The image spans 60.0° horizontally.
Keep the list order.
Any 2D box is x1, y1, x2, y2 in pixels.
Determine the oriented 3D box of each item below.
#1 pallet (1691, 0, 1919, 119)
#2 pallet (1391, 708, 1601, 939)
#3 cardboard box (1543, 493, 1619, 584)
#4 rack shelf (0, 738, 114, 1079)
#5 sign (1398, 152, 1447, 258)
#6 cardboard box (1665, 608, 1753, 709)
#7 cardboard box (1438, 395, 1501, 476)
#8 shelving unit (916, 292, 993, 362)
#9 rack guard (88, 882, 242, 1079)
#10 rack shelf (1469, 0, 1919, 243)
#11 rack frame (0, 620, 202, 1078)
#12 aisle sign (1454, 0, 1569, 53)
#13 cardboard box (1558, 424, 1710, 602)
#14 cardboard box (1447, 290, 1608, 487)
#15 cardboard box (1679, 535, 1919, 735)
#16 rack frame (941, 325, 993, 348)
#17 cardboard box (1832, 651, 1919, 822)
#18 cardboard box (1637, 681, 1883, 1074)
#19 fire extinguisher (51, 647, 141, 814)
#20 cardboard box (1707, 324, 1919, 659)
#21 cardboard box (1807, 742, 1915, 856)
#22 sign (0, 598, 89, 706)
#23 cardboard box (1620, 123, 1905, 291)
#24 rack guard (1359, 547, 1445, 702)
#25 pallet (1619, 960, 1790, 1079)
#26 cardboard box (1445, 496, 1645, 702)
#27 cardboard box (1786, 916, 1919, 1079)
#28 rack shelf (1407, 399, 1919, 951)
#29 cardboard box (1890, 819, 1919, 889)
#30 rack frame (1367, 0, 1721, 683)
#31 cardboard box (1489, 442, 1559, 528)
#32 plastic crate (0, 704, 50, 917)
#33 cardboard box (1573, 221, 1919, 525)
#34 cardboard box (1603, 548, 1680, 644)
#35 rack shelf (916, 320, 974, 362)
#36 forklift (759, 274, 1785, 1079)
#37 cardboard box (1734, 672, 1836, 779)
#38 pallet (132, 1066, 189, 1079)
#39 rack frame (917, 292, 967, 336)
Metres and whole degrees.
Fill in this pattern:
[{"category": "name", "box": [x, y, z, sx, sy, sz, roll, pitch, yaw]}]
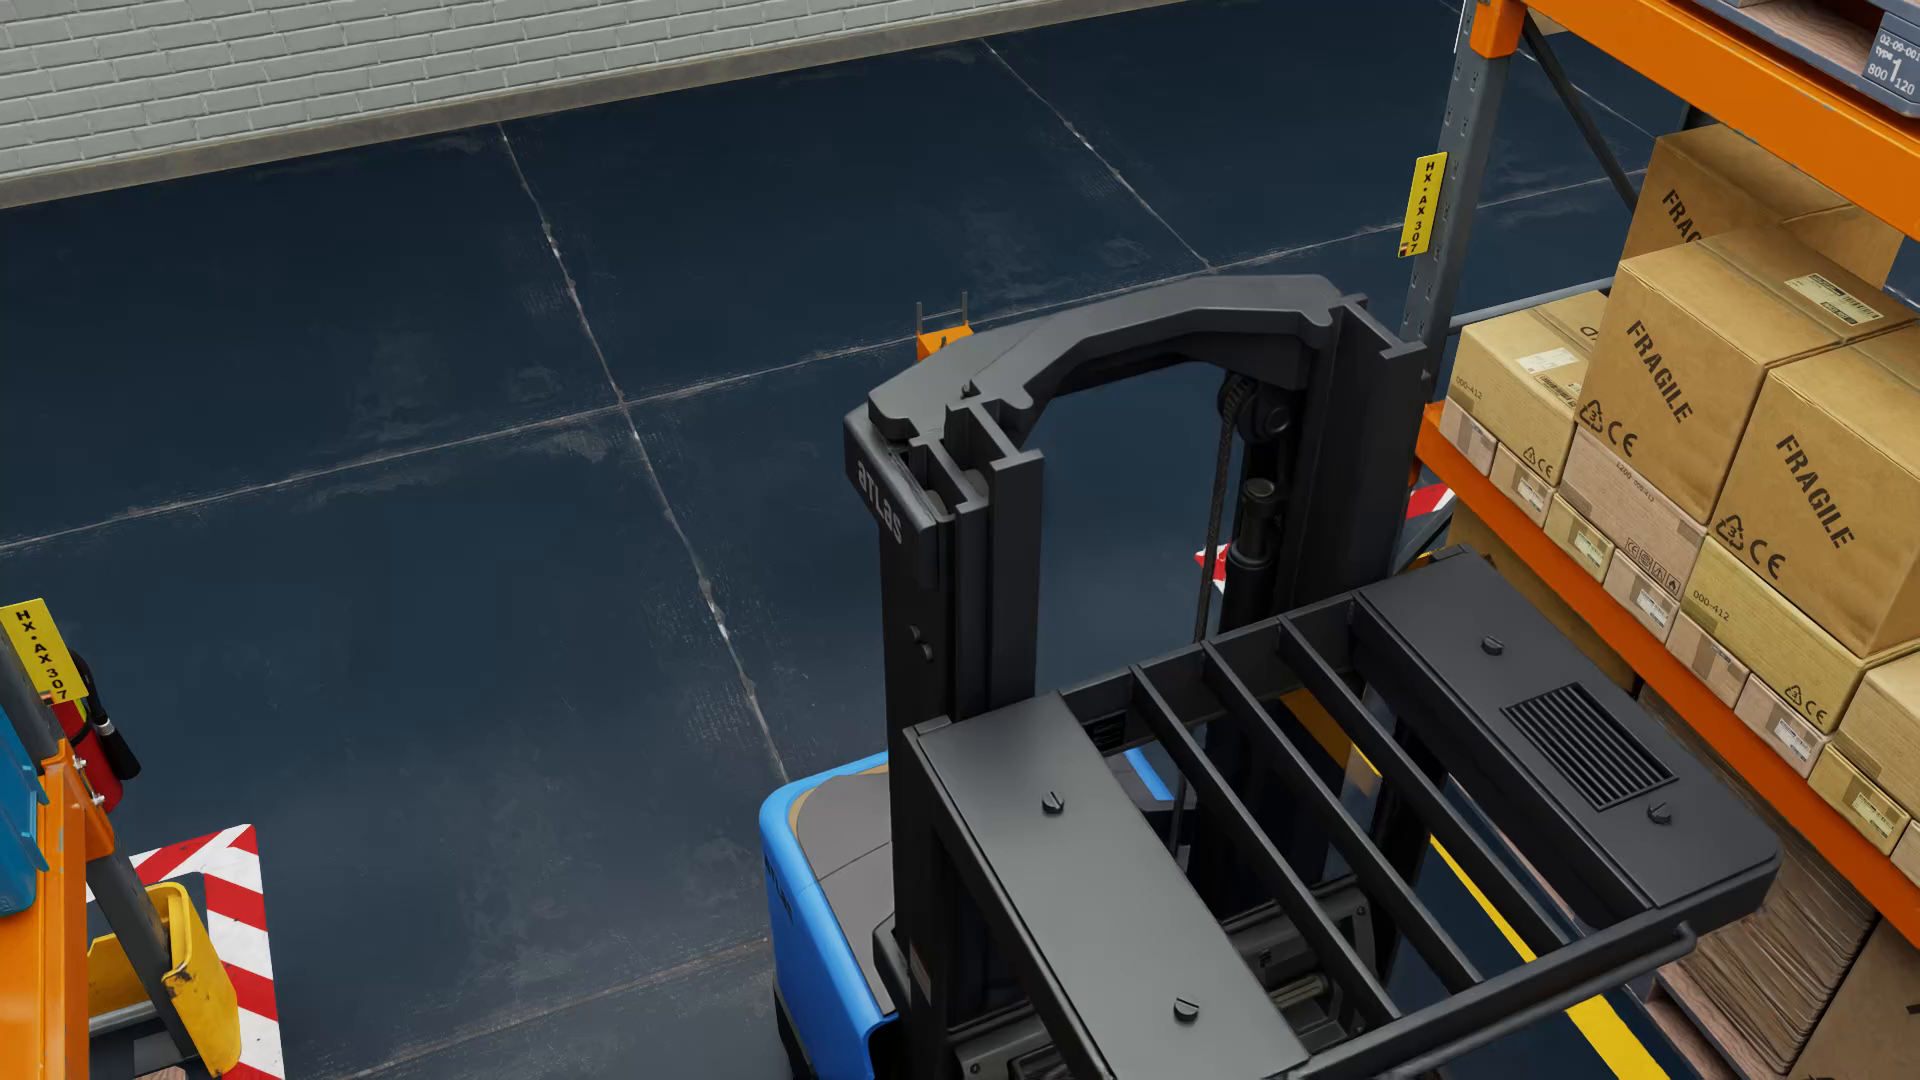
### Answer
[{"category": "pallet", "box": [2.160, -1.413, 3.860, 1.003, 0.211, 1.213, -15, 43, -17]}, {"category": "pallet", "box": [2.244, 0.766, 5.697, 1.003, 0.211, 1.213, -15, 43, -17]}, {"category": "cardboard box", "box": [1.895, -0.054, 4.704, 0.380, 0.149, 0.250, -16, 43, -18]}, {"category": "rack shelf", "box": [-1.945, 1.960, 2.722, 1.077, 0.370, 4.000, -15, 43, -17]}, {"category": "sign", "box": [1.351, -0.977, 4.861, 0.100, 0.325, 0.005, -15, 43, -17]}, {"category": "cardboard box", "box": [2.092, 0.257, 4.344, 0.380, 0.149, 0.250, -16, 43, -18]}, {"category": "cardboard box", "box": [1.697, -0.362, 5.063, 0.380, 0.149, 0.250, -15, 43, -16]}, {"category": "shelving unit", "box": [-0.020, -0.430, 6.445, 0.215, 1.050, 0.252, -15, 43, -17]}, {"category": "rack guard", "box": [-2.731, 1.419, 4.717, 1.175, 0.500, 0.348, -15, 43, -17]}, {"category": "rack shelf", "box": [2.632, -0.413, 3.181, 1.077, 0.370, 4.000, -15, 43, -17]}, {"category": "rack frame", "box": [-2.710, 0.482, 3.889, 1.000, 3.000, 0.127, -15, 43, -17]}, {"category": "aisle sign", "box": [1.562, -1.708, 4.441, 0.394, 0.787, 0.004, -15, 43, -17]}, {"category": "cardboard box", "box": [2.005, -0.141, 4.501, 0.500, 0.250, 0.500, -16, 43, -17]}, {"category": "cardboard box", "box": [1.800, -0.453, 4.863, 0.500, 0.250, 0.500, -16, 43, -18]}, {"category": "cardboard box", "box": [2.194, 0.162, 4.148, 0.500, 0.250, 0.500, -16, 43, -18]}, {"category": "rack frame", "box": [0.026, -0.357, 6.360, 0.200, 1.050, 0.008, -15, 43, -17]}, {"category": "cardboard box", "box": [2.399, 0.475, 3.784, 0.500, 0.250, 0.500, -16, 43, -18]}, {"category": "cardboard box", "box": [2.533, 0.807, 4.819, 0.875, 0.875, 0.875, -15, 43, -17]}, {"category": "fire extinguisher", "box": [-2.348, 0.449, 4.273, 0.296, 0.674, 0.183, -15, 43, -17]}, {"category": "cardboard box", "box": [2.196, -0.125, 3.907, 0.500, 0.500, 0.500, -16, 43, -18]}, {"category": "cardboard box", "box": [2.287, 0.564, 3.986, 0.380, 0.149, 0.250, -16, 43, -18]}, {"category": "sign", "box": [-2.208, 0.273, 4.006, 0.100, 0.325, 0.005, -15, 43, -17]}, {"category": "cardboard box", "box": [2.295, -0.866, 4.768, 0.500, 0.500, 0.500, -15, 43, -16]}, {"category": "rack guard", "box": [1.857, 0.180, 6.157, 1.175, 0.500, 0.348, -15, 43, -17]}, {"category": "pallet", "box": [2.707, 1.500, 4.844, 1.003, 0.211, 1.213, -15, 43, -17]}, {"category": "cardboard box", "box": [2.185, 0.259, 5.456, 0.875, 0.875, 0.875, -15, 43, -17]}, {"category": "cardboard box", "box": [2.874, 1.343, 4.195, 0.875, 0.875, 0.875, -15, 43, -17]}, {"category": "rack shelf", "box": [2.632, 0.724, 4.159, 1.077, 0.370, 4.000, -15, 43, -17]}, {"category": "cardboard box", "box": [2.389, 0.722, 3.803, 0.380, 0.149, 0.250, -14, 43, -16]}, {"category": "rack frame", "box": [1.866, -0.753, 5.326, 1.000, 3.000, 0.127, -15, 43, -17]}, {"category": "cardboard box", "box": [1.797, -0.208, 4.884, 0.380, 0.149, 0.250, -16, 43, -17]}, {"category": "plastic crate", "box": [-2.409, 0.601, 3.677, 0.616, 0.435, 0.499, -15, 43, -17]}, {"category": "cardboard box", "box": [1.992, -0.436, 4.268, 0.500, 0.500, 0.500, -16, 43, -18]}, {"category": "cardboard box", "box": [1.996, 0.103, 4.522, 0.380, 0.149, 0.250, -16, 43, -18]}, {"category": "rack shelf", "box": [-0.020, -0.637, 6.267, 0.215, 0.259, 0.240, -15, 43, -17]}, {"category": "forklift", "box": [0.529, 1.108, 3.214, 1.130, 2.935, 3.031, -17, 43, -18]}, {"category": "cardboard box", "box": [2.191, 0.412, 4.163, 0.380, 0.149, 0.250, -16, 43, -17]}, {"category": "pallet", "box": [-2.430, 2.046, 4.209, 1.003, 0.211, 1.213, -15, 43, -17]}, {"category": "rack frame", "box": [-0.067, -0.504, 6.531, 0.200, 1.050, 0.008, -15, 43, -17]}]
